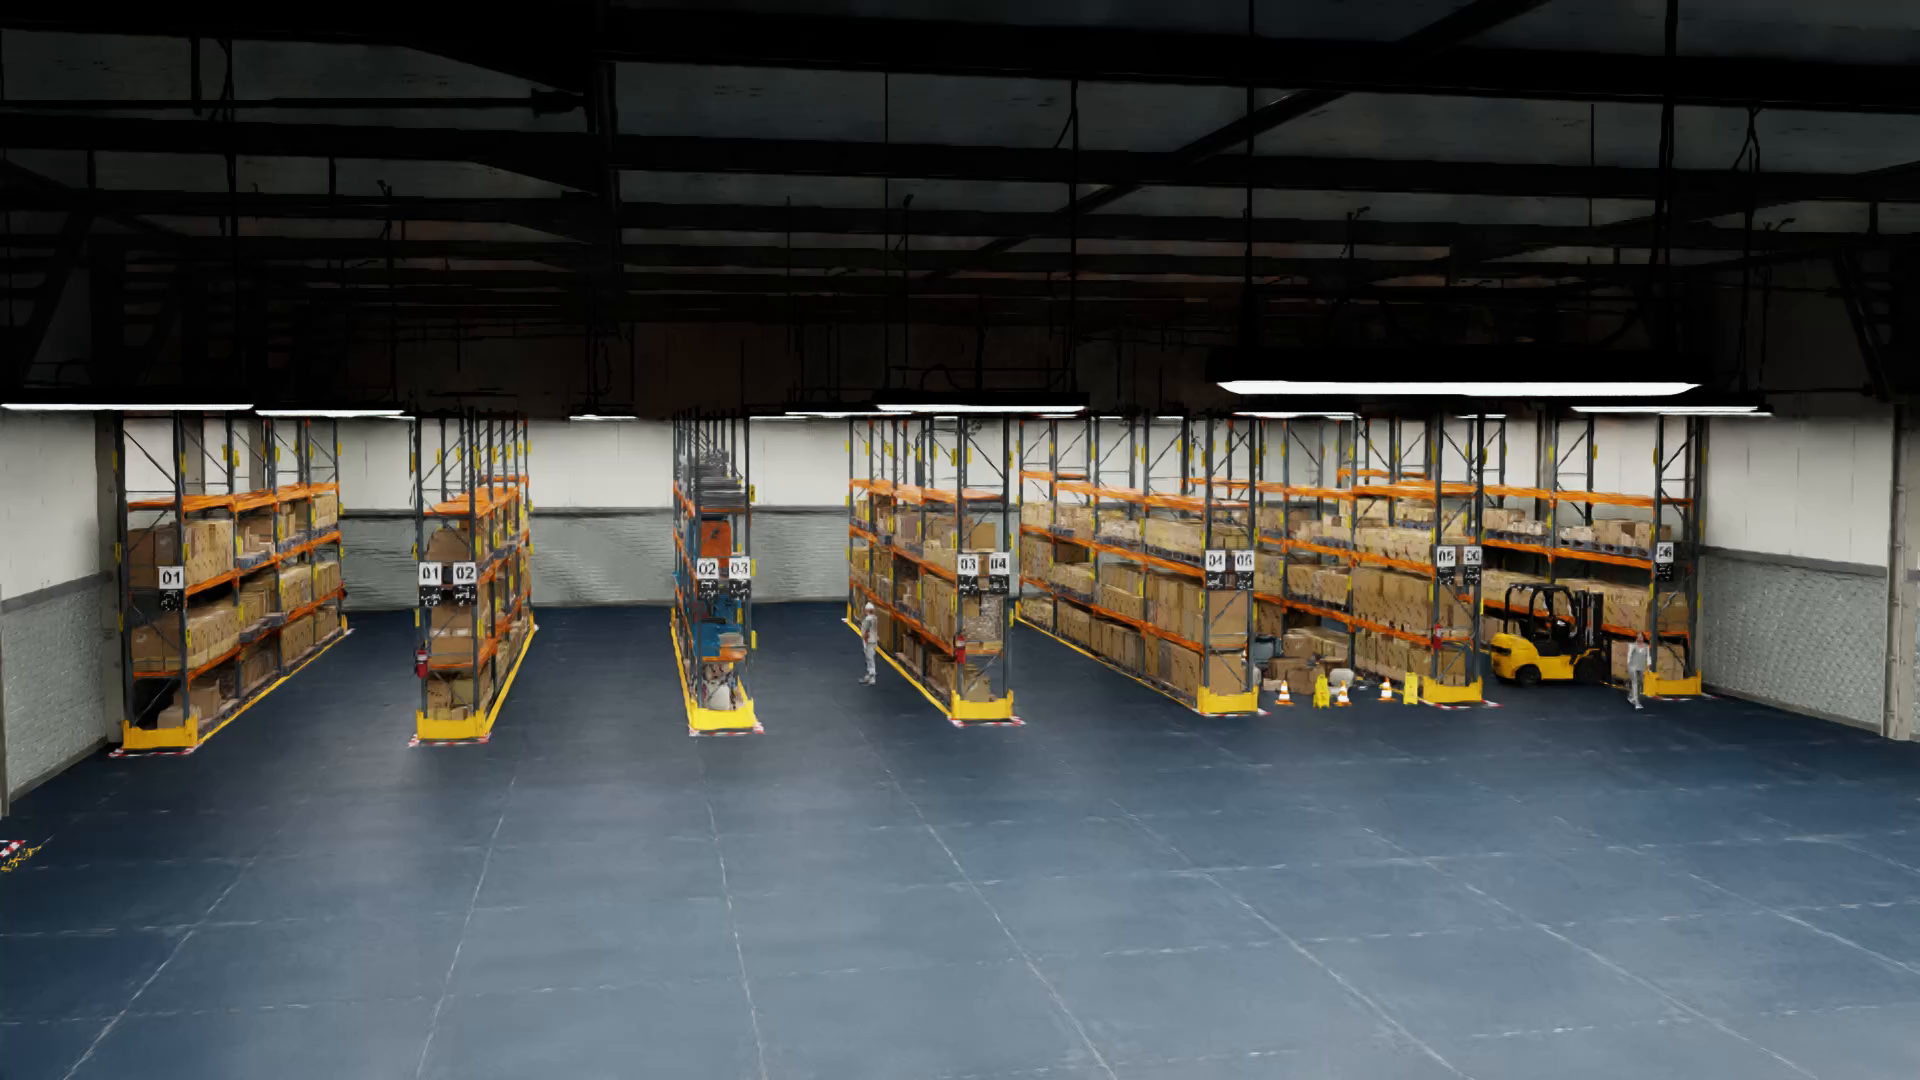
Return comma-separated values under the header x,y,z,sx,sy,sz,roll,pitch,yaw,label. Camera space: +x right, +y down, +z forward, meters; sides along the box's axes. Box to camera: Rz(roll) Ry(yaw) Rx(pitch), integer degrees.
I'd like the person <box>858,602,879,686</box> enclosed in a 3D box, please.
x,y,z,sx,sy,sz,roll,pitch,yaw,label
-2.016,2.245,36.142,0.489,1.787,0.608,1,4,19,person

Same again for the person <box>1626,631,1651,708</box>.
x,y,z,sx,sy,sz,roll,pitch,yaw,label
13.584,2.590,33.328,0.390,1.500,0.962,0,4,-2,person
